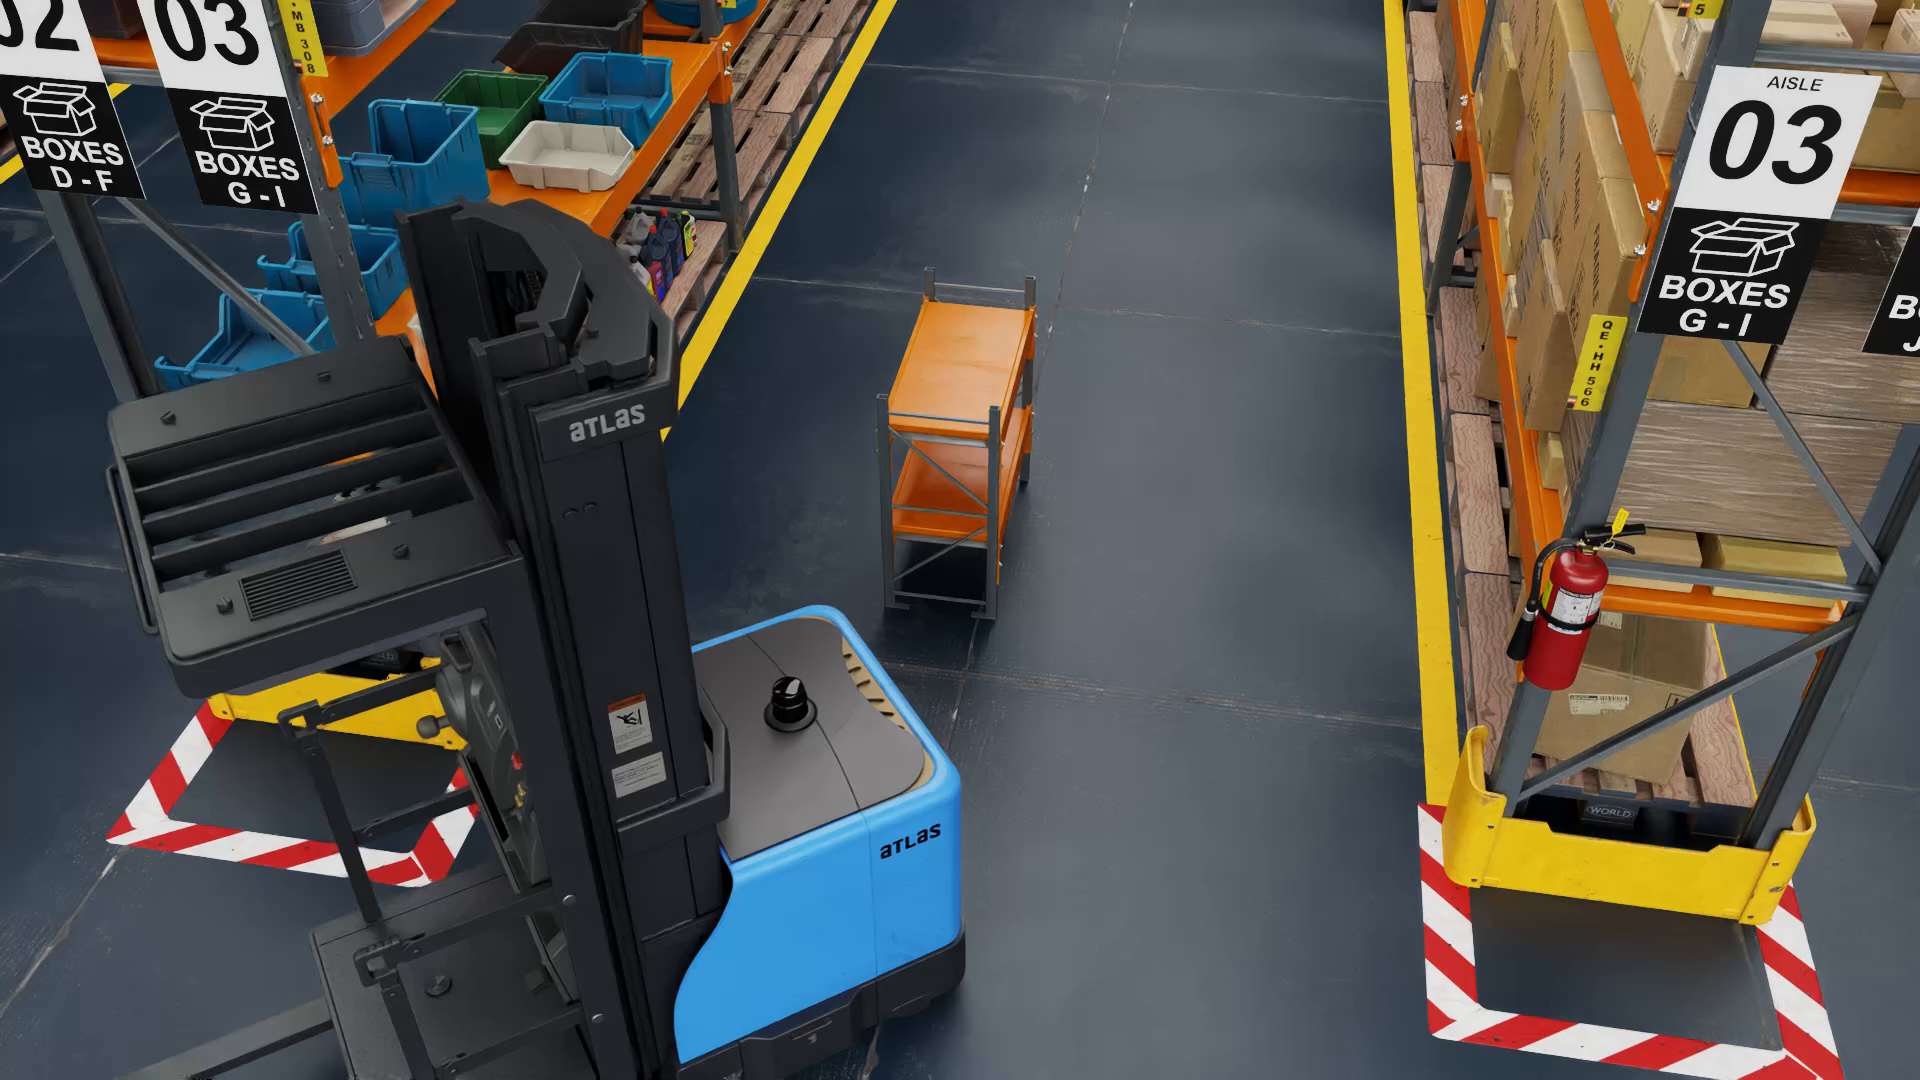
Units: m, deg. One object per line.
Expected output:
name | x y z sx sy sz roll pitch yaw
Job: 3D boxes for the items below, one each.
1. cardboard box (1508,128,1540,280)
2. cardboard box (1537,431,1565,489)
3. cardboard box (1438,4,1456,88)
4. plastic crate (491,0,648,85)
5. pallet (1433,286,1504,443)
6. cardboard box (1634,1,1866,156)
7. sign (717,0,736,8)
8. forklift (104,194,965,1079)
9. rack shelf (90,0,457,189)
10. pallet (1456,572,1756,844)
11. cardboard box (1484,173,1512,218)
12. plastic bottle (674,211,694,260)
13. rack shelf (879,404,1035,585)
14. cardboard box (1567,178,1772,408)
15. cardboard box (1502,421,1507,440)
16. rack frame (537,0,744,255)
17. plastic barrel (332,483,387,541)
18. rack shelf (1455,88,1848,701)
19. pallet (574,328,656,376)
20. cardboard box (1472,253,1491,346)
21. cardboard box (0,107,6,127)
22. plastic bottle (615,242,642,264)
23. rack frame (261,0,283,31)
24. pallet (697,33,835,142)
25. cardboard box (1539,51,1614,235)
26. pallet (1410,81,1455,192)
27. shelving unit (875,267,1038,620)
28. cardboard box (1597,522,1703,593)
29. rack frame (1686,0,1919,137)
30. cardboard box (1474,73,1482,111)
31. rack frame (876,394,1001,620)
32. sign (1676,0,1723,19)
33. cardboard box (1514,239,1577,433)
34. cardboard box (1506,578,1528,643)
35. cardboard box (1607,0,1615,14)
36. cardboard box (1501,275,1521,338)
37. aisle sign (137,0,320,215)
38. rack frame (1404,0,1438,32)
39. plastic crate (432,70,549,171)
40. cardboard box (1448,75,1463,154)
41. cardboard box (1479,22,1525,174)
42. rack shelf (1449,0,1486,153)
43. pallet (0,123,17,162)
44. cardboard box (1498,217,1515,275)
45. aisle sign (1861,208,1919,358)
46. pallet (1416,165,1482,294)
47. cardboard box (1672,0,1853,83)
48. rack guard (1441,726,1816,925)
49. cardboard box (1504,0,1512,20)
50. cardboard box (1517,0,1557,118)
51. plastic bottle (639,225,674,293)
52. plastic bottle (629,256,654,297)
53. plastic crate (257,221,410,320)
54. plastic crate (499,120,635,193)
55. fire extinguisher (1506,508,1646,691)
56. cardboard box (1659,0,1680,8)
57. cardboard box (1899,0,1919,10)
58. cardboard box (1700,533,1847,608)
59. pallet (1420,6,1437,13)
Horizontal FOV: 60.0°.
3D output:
cardboard box | 2.720 -1.316 6.676 0.875 0.500 0.500 6 40 8
cardboard box | 2.285 -0.296 5.952 0.380 0.149 0.250 6 40 8
cardboard box | 3.607 -3.327 11.036 0.700 0.500 0.500 3 40 4
plastic crate | -1.999 -2.590 8.578 0.767 0.338 0.504 6 40 8
pallet | 3.013 -0.882 8.652 1.003 0.211 1.213 6 40 8
cardboard box | 2.236 -1.301 4.733 0.500 0.250 0.500 7 40 9
sign | -1.243 -2.968 8.768 0.100 0.325 0.005 6 40 8
forklift | -1.525 0.619 4.700 3.031 2.935 1.130 -19 43 -22
rack shelf | -2.129 -2.552 6.693 1.077 0.370 4.000 6 40 8
pallet | 2.591 0.649 6.800 1.003 0.211 1.213 6 40 8
cardboard box | 2.572 -1.558 7.478 0.380 0.149 0.250 6 40 8
plastic bottle | -1.542 -1.713 9.254 0.061 0.283 0.133 8 40 10
rack shelf | 0.001 -0.249 7.553 0.538 0.278 1.000 6 40 8
cardboard box | 2.254 -0.783 5.247 0.500 0.500 0.500 6 40 8
cardboard box | 2.865 -0.576 7.725 0.500 0.500 0.500 3 40 4
rack frame | -1.783 -2.929 8.938 1.000 3.000 0.127 6 40 8
plastic barrel | -2.437 -0.043 7.071 0.421 0.512 0.421 0 40 0
rack shelf | 2.749 -0.850 6.989 1.077 0.370 4.000 6 40 8
pallet | -2.149 -0.669 8.394 1.003 0.211 1.213 6 40 8
cardboard box | 2.986 -1.334 8.642 0.500 0.500 0.500 5 40 6
cardboard box | -6.348 -2.805 10.617 0.500 0.250 0.500 5 40 7
plastic bottle | -1.794 -1.493 8.994 0.152 0.276 0.135 6 40 8
rack frame | -2.476 -2.730 3.990 1.000 3.000 0.127 6 40 8
pallet | -1.477 -3.119 11.357 1.003 0.211 1.213 6 40 8
cardboard box | 2.424 -1.411 6.006 0.500 0.500 0.500 6 40 8
pallet | 3.437 -2.564 10.686 1.003 0.211 1.213 6 40 8
shelving unit | 0.001 -0.438 7.397 0.538 1.125 1.048 6 40 8
cardboard box | 2.249 0.023 5.565 0.380 0.149 0.250 6 40 8
rack frame | 2.403 -2.184 3.330 1.000 3.000 0.127 6 40 8
cardboard box | 2.761 -2.184 8.235 0.380 0.149 0.250 6 40 8
rack frame | -0.087 -0.119 7.011 0.500 1.125 0.032 6 40 8
sign | 1.860 -1.443 4.093 0.100 0.325 0.005 6 40 8
cardboard box | 2.493 -0.695 5.924 0.875 0.500 0.500 6 40 8
cardboard box | 2.597 0.160 6.834 0.500 0.500 0.500 17 42 19
cardboard box | 2.416 -1.935 5.500 0.500 0.250 0.500 7 40 9
cardboard box | 2.405 -0.930 6.718 0.380 0.149 0.250 6 40 8
aisle sign | -2.199 -1.343 4.980 0.394 0.787 0.004 6 40 8
rack frame | 3.787 -4.893 11.314 1.000 3.000 0.127 6 40 8
plastic crate | -2.296 -2.026 8.013 0.450 0.188 0.662 6 40 8
cardboard box | 3.420 -2.620 10.181 0.700 0.500 0.500 3 40 4
cardboard box | 2.835 -1.950 7.443 0.875 0.500 0.500 6 40 8
rack shelf | 3.441 -3.360 10.025 1.077 0.370 4.000 6 40 8
pallet | -6.572 -2.869 11.055 1.003 0.211 1.213 6 40 8
cardboard box | 2.515 -1.241 7.094 0.380 0.149 0.250 6 40 8
aisle sign | 2.687 -0.802 4.326 0.394 0.787 0.004 6 40 8
pallet | 3.228 -1.797 9.757 1.003 0.211 1.213 6 40 8
cardboard box | 2.143 -1.333 4.459 0.380 0.149 0.250 6 40 8
rack guard | 2.416 1.044 6.096 1.175 0.500 0.348 6 40 8
cardboard box | 2.767 -2.667 7.525 0.500 0.500 0.500 6 40 8
cardboard box | 2.595 -2.039 6.766 0.500 0.500 0.500 6 40 8
plastic bottle | -1.644 -1.521 8.969 0.144 0.351 0.185 5 40 5
plastic bottle | -1.700 -1.318 8.724 0.144 0.351 0.185 6 40 7
plastic crate | -2.566 -1.115 6.861 0.499 0.251 0.408 6 40 8
plastic crate | -1.815 -1.780 7.756 0.530 0.136 0.437 6 40 8
fire extinguisher | 1.929 0.179 5.241 0.296 0.674 0.183 6 40 8
cardboard box | 2.243 -1.667 4.863 0.380 0.149 0.250 5 40 6
cardboard box | 2.818 -1.423 4.568 0.380 0.149 0.250 7 40 9
cardboard box | 2.687 0.072 5.506 0.380 0.149 0.250 6 40 8
pallet | 3.998 -4.305 12.791 1.003 0.211 1.213 6 40 8
